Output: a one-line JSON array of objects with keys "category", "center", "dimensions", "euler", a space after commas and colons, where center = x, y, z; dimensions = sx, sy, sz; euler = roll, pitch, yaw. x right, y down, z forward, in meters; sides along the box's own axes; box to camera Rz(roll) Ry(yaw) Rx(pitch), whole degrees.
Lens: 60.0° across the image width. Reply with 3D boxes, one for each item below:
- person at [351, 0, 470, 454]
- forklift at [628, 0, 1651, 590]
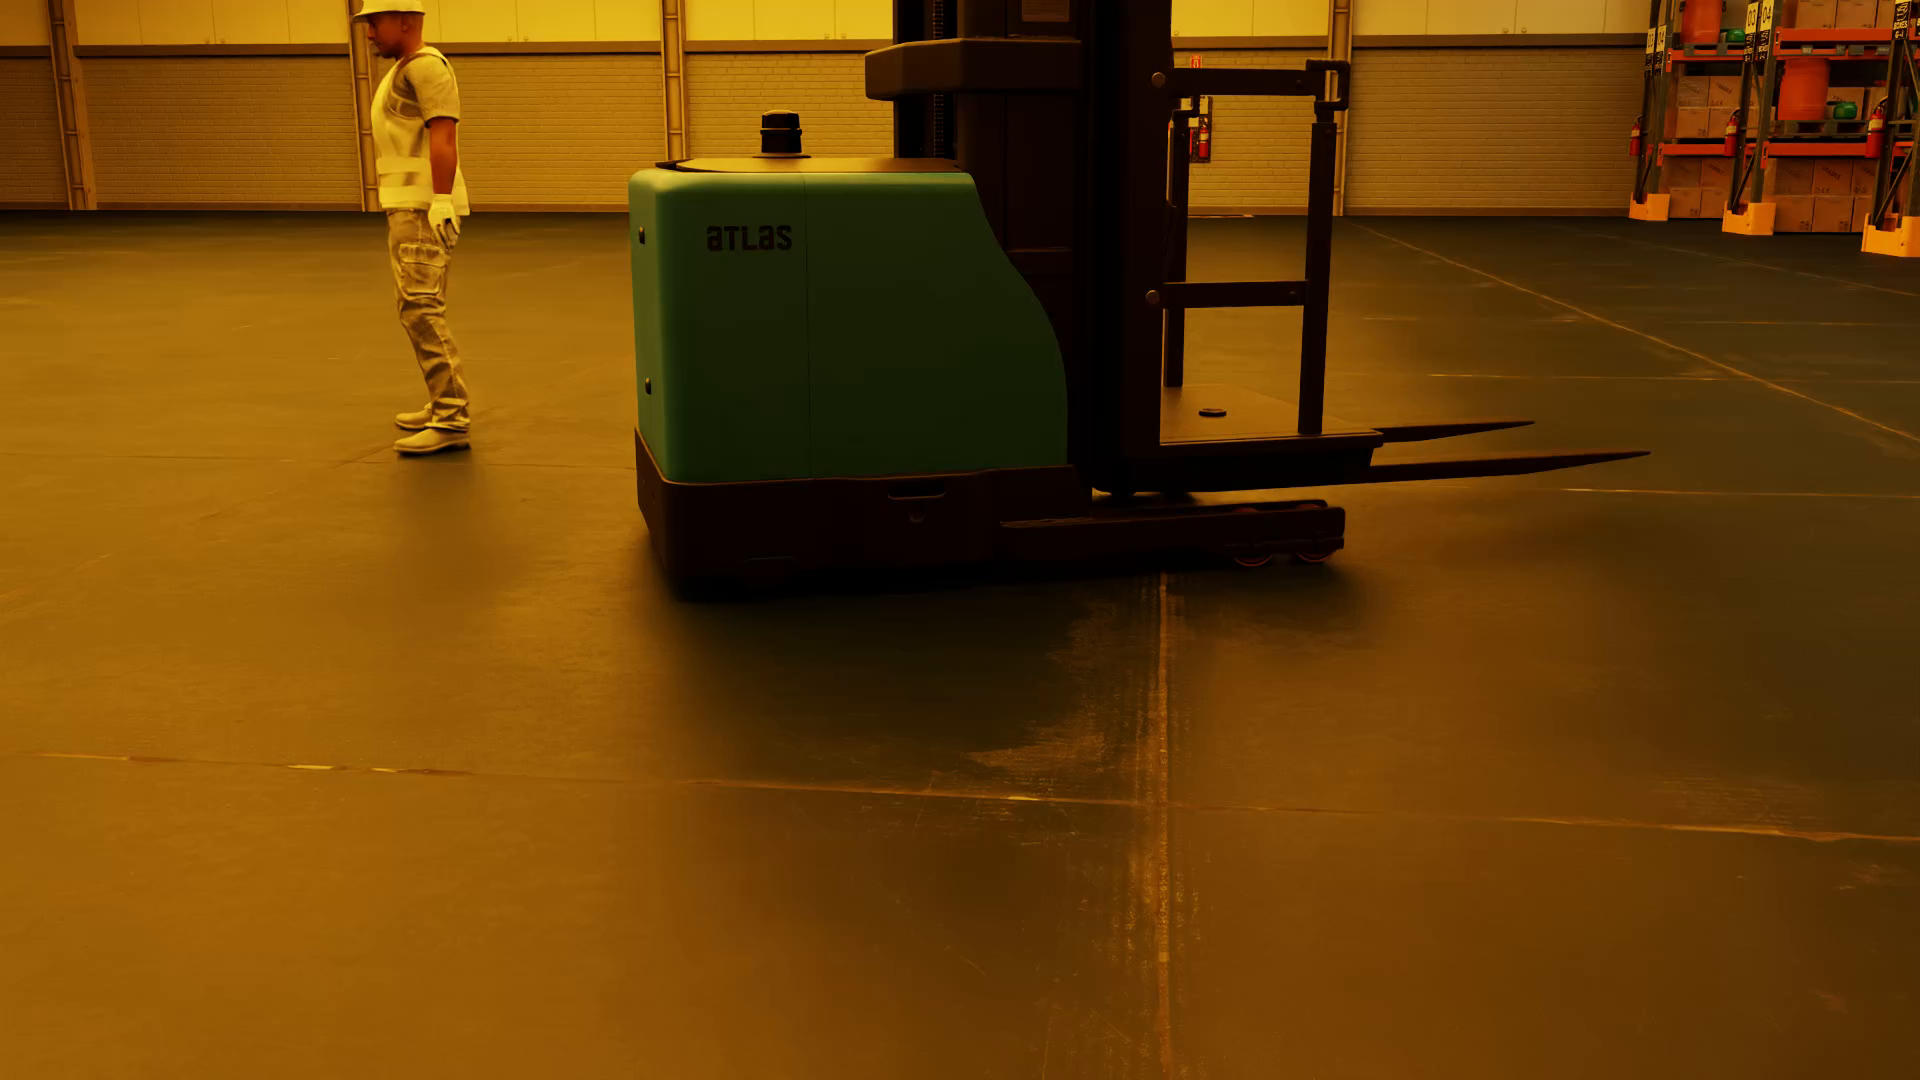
[{"category": "person", "center": [-2.124, -1.274, 6.523], "dimensions": [0.383, 1.767, 0.808], "euler": [-4, 14, -18]}, {"category": "forklift", "center": [0.587, -1.464, 4.770], "dimensions": [3.031, 2.935, 1.130], "euler": [-4, 14, -15]}]
